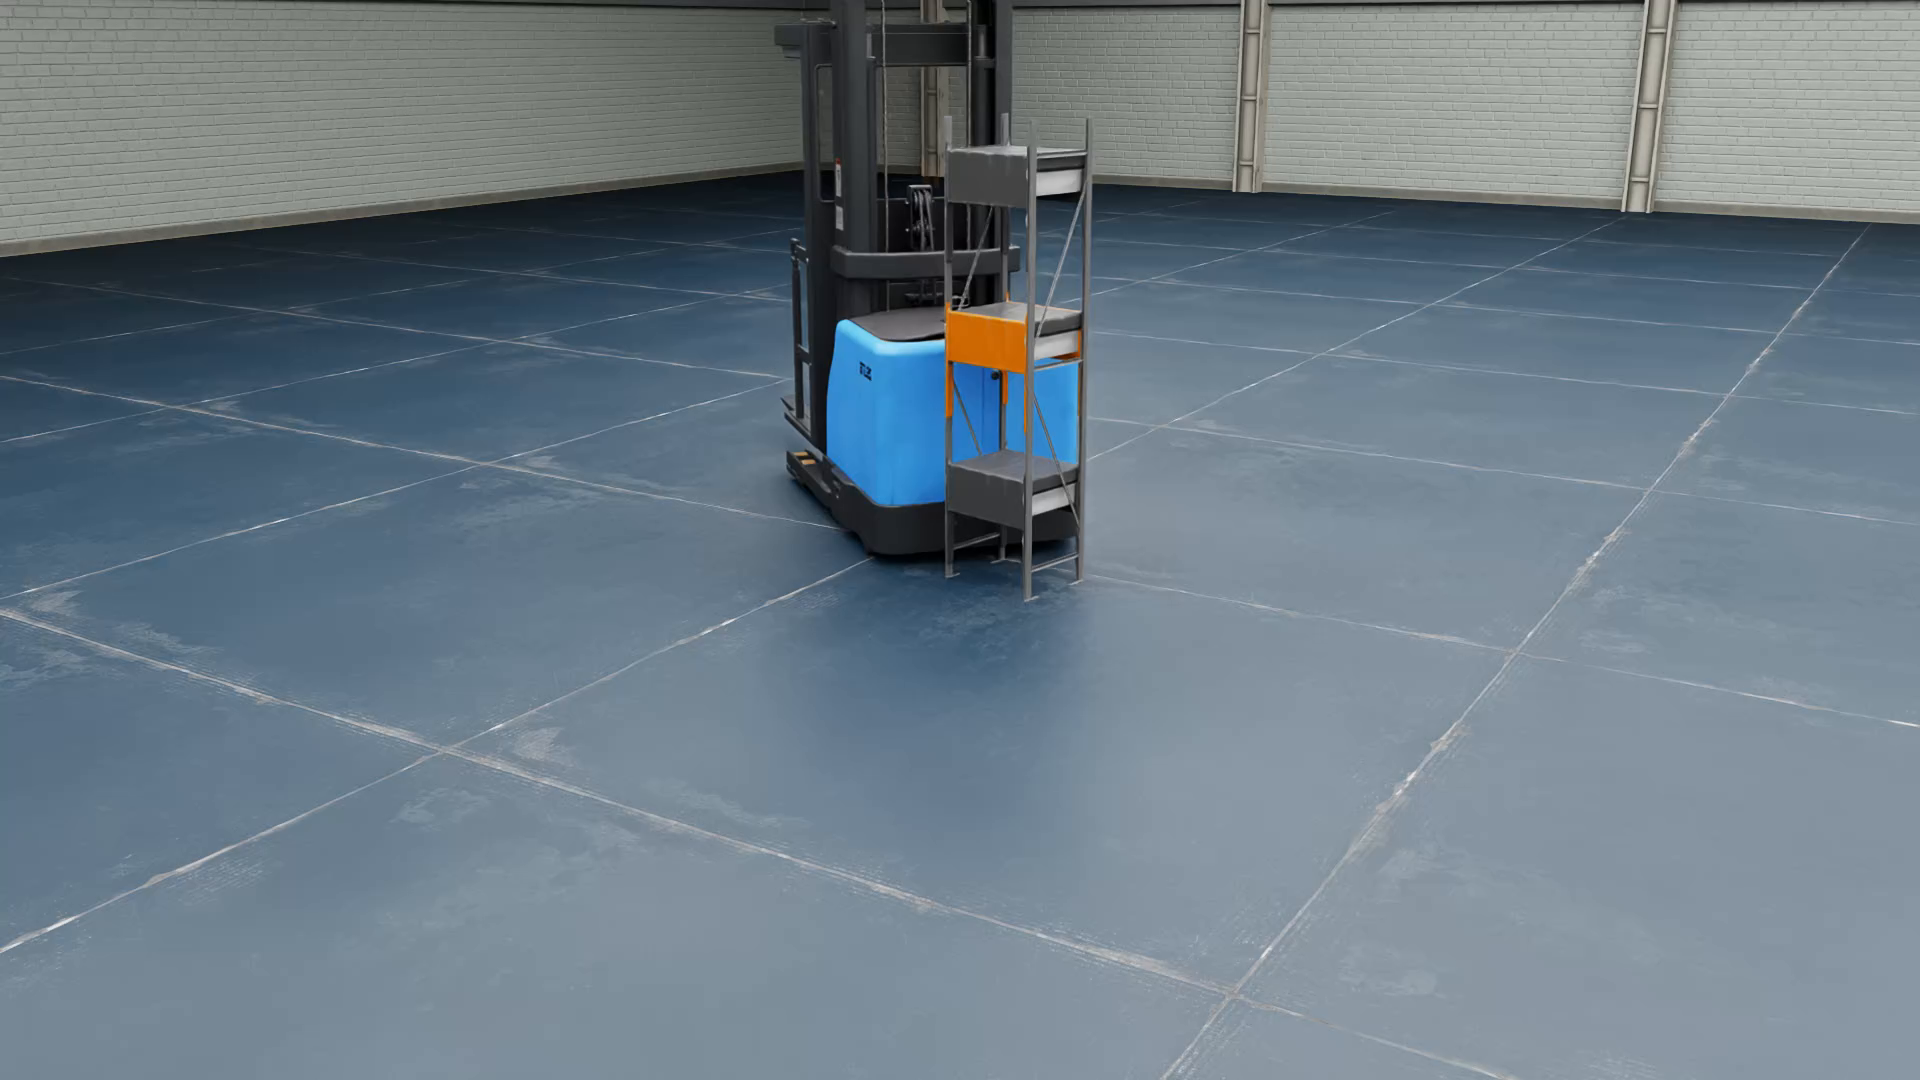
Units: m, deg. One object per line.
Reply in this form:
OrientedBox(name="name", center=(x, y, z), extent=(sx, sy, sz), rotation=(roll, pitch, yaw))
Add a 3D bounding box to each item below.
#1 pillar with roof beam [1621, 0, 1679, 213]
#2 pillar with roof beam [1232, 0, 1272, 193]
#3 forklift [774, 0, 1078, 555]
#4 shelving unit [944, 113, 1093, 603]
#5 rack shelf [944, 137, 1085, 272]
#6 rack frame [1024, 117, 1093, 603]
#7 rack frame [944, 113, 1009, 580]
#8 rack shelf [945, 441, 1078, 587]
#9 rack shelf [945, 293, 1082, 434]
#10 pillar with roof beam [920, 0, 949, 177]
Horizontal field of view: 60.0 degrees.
OrientedBox(name="pillar with roof beam", center=(7.522, -7.984, 19.183), extent=(0.400, 9.000, 9.100), rotation=(10, 20, 30))
OrientedBox(name="pillar with roof beam", center=(2.410, -8.897, 22.187), extent=(0.400, 9.000, 9.100), rotation=(10, 20, 30))
OrientedBox(name="forklift", center=(-0.353, -1.720, 9.000), extent=(1.130, 2.935, 3.031), rotation=(-5, 18, -17))
OrientedBox(name="shelving unit", center=(0.252, -0.813, 7.445), extent=(0.503, 2.100, 0.431), rotation=(15, 23, 41))
OrientedBox(name="rack shelf", center=(0.252, -1.470, 7.246), extent=(0.480, 0.518, 0.431), rotation=(15, 23, 41))
OrientedBox(name="rack frame", center=(0.428, -0.764, 7.284), extent=(0.015, 2.100, 0.400), rotation=(15, 23, 41))
OrientedBox(name="rack frame", center=(0.075, -0.862, 7.606), extent=(0.015, 2.100, 0.400), rotation=(15, 23, 41))
OrientedBox(name="rack shelf", center=(0.252, -0.130, 7.653), extent=(0.480, 0.518, 0.431), rotation=(15, 23, 41))
OrientedBox(name="rack shelf", center=(0.252, -0.800, 7.449), extent=(0.480, 0.518, 0.431), rotation=(15, 23, 41))
OrientedBox(name="pillar with roof beam", center=(-2.703, -9.809, 25.192), extent=(0.400, 9.000, 9.100), rotation=(10, 20, 30))
